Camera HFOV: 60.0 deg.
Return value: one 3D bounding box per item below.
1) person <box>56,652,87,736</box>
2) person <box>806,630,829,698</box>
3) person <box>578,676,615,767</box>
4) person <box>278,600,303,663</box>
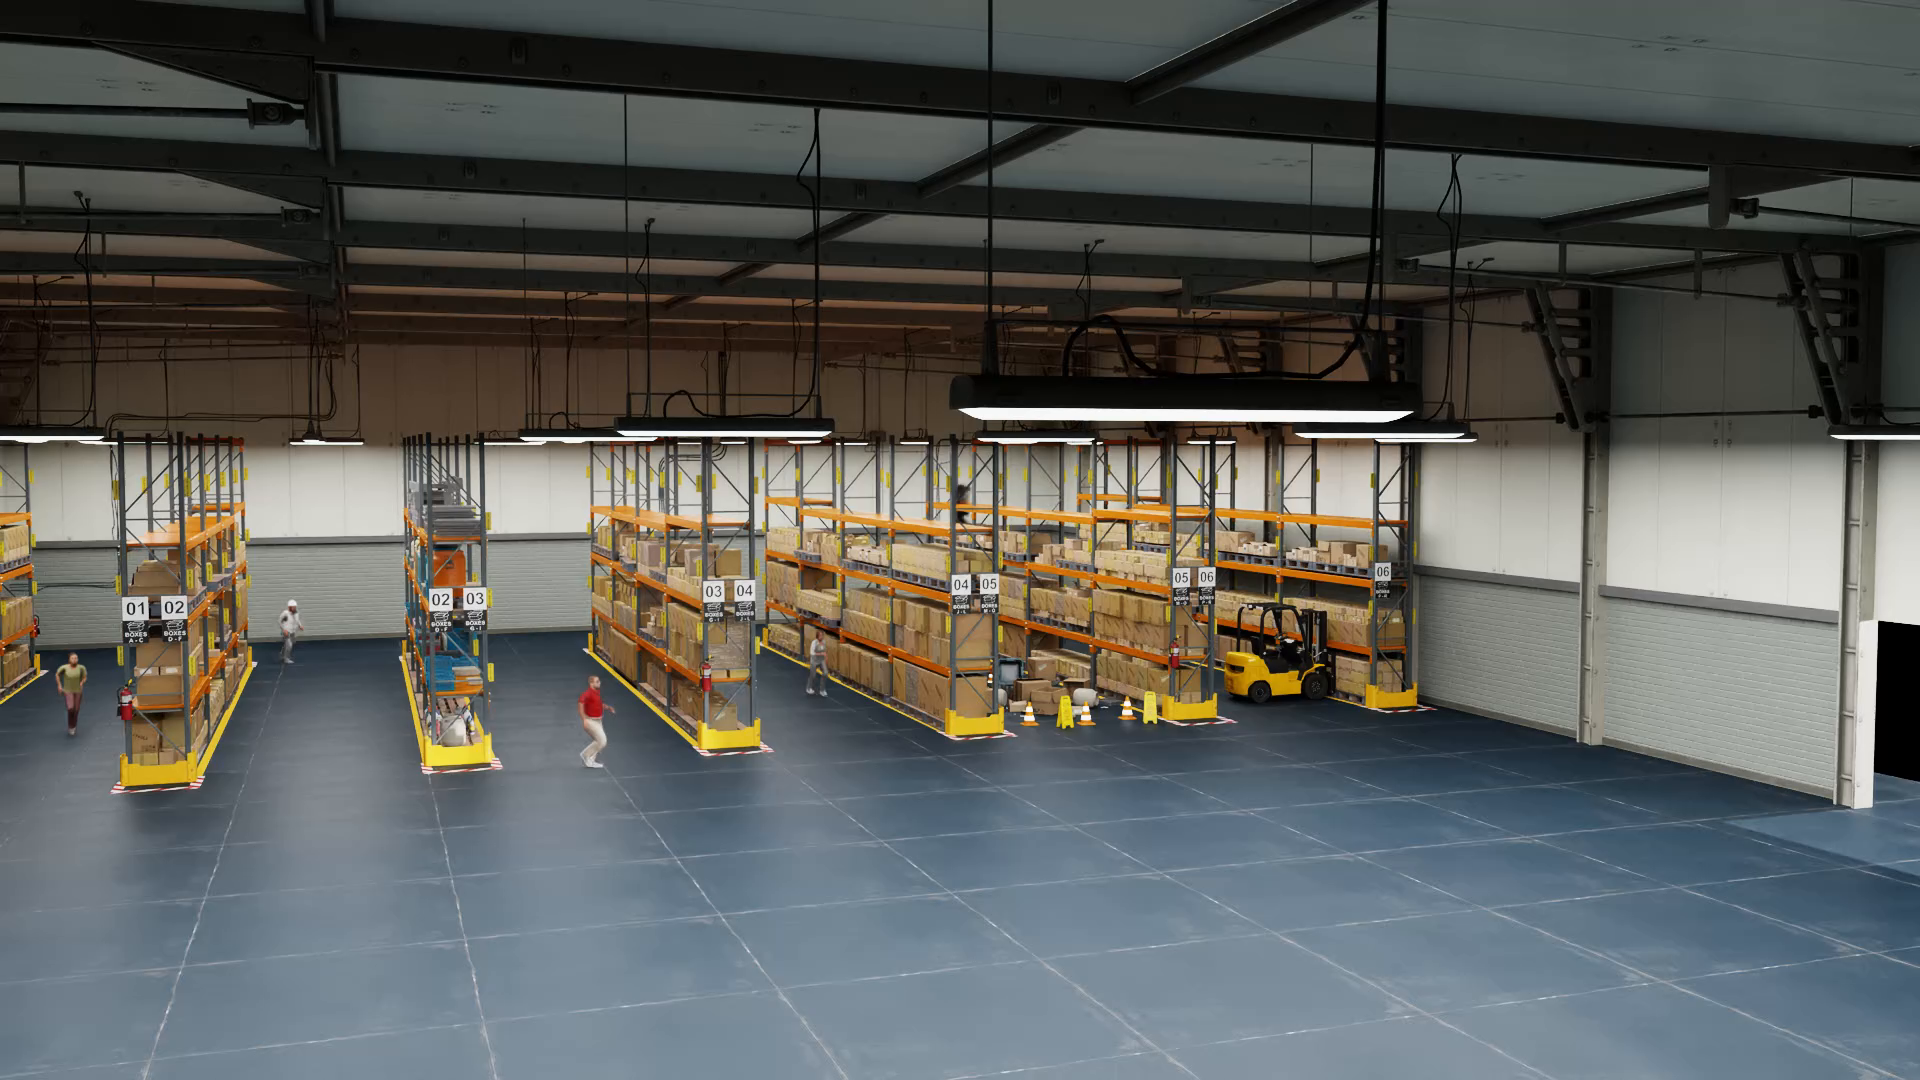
[{"bbox_3d":[-17.728,3.066,33.216,0.526,1.676,0.784,-3,4,-40],"label":"person"},{"bbox_3d":[-3.263,2.832,38.215,0.539,1.559,0.903,-2,4,-31],"label":"person"},{"bbox_3d":[-6.480,3.244,29.535,0.585,1.685,0.791,0,3,5],"label":"person"},{"bbox_3d":[-17.882,2.432,44.256,0.872,1.687,0.683,1,3,23],"label":"person"}]
